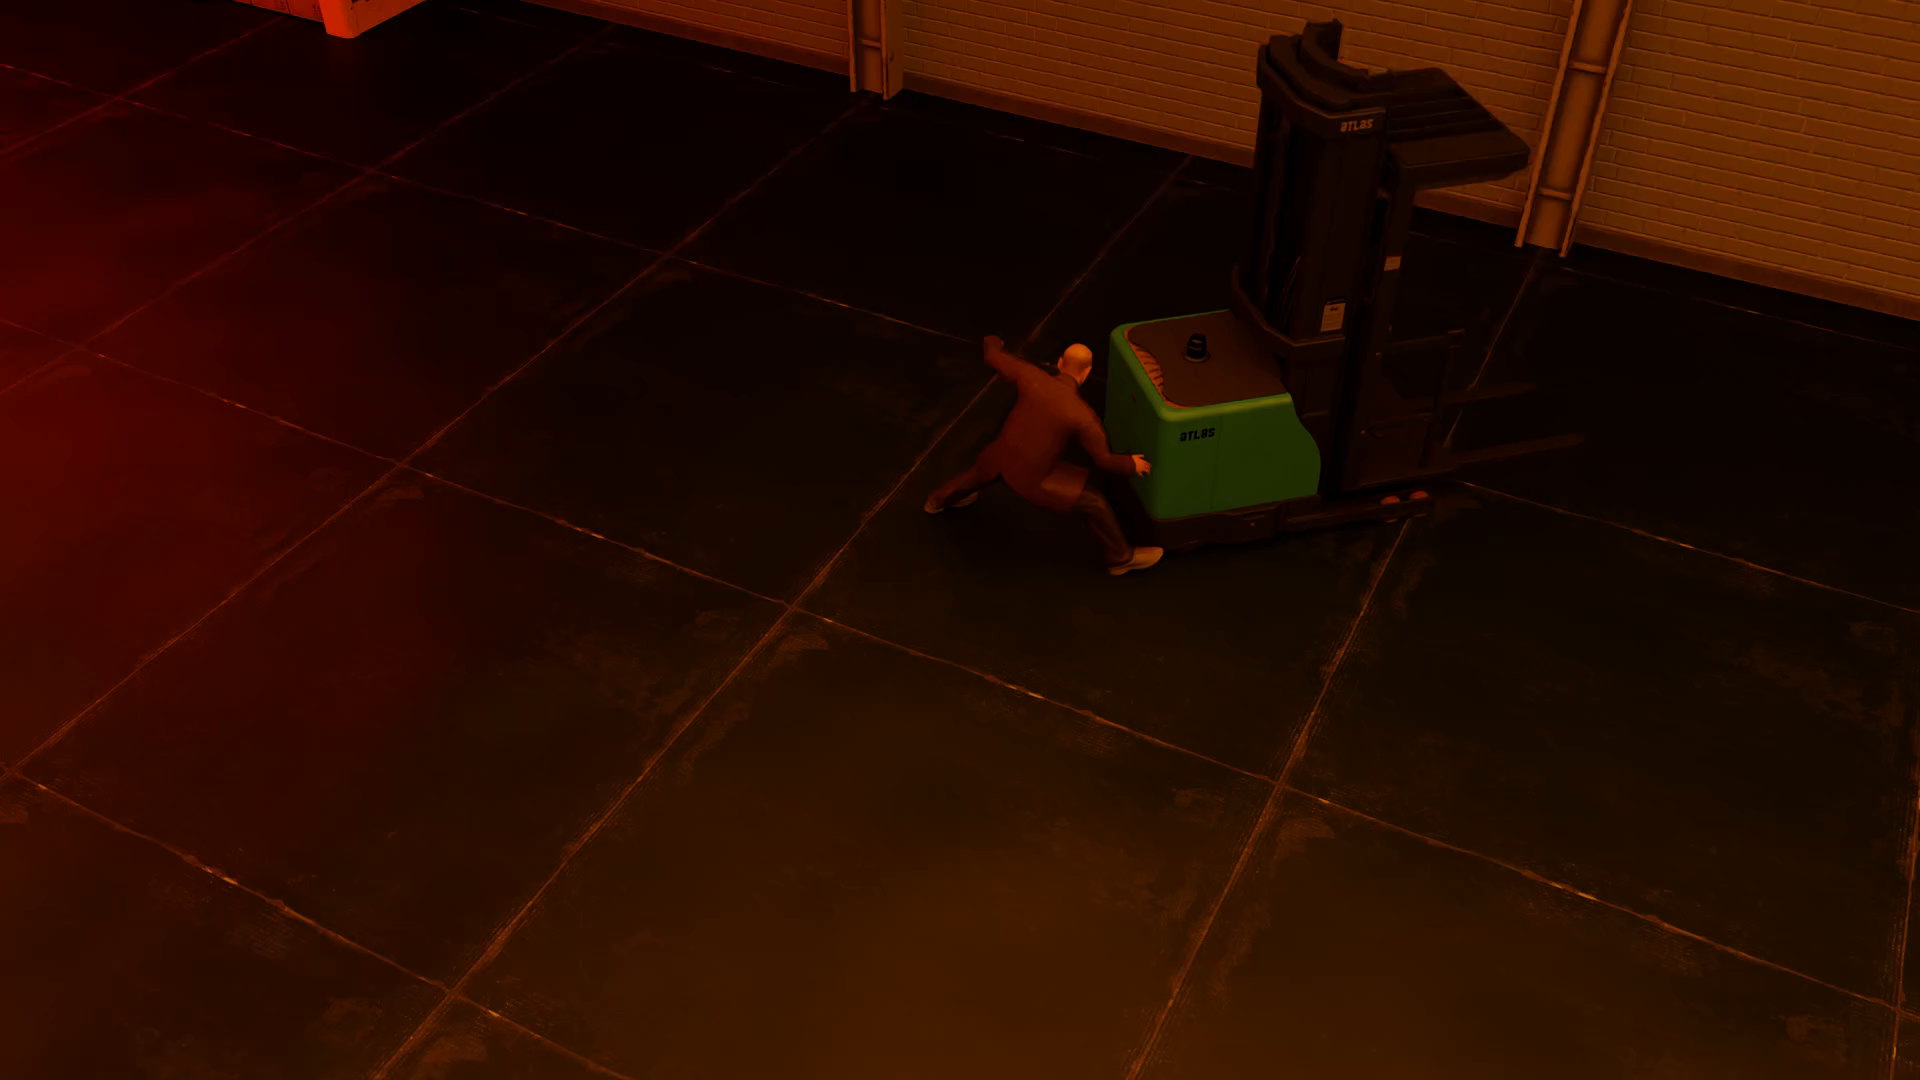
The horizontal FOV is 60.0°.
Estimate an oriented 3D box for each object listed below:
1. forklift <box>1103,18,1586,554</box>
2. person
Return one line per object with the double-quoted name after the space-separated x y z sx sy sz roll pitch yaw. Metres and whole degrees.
2.477 -1.553 9.830 3.031 2.935 1.130 -10 41 -11 "forklift"
0.510 -0.526 9.793 0.851 1.463 1.374 -27 47 -28 "person"
